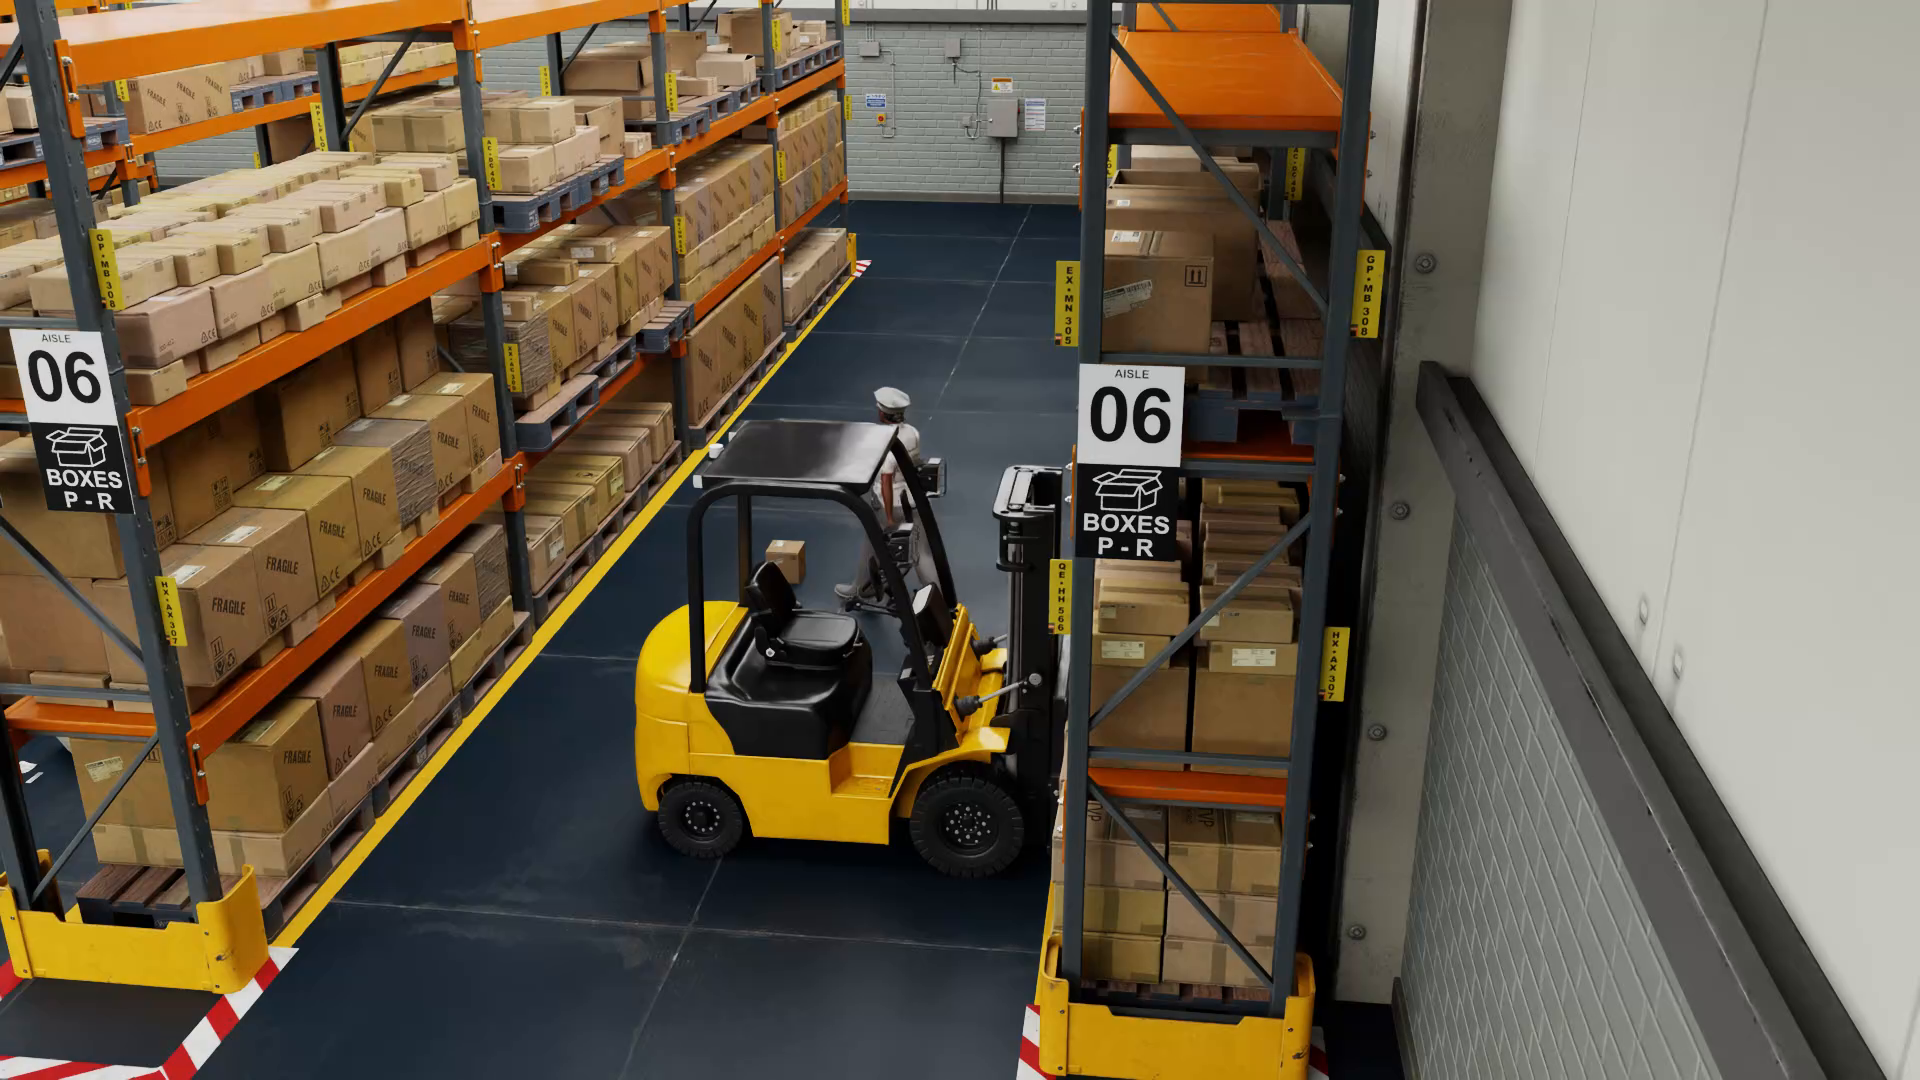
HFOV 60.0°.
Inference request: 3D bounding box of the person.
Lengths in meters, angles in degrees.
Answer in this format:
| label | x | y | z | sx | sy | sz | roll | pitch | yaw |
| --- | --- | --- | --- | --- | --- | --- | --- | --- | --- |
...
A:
| label | x | y | z | sx | sy | sz | roll | pitch | yaw |
| --- | --- | --- | --- | --- | --- | --- | --- | --- | --- |
| person | -0.470 | -0.269 | 11.723 | 0.476 | 1.626 | 0.965 | -19 | 28 | -39 |
